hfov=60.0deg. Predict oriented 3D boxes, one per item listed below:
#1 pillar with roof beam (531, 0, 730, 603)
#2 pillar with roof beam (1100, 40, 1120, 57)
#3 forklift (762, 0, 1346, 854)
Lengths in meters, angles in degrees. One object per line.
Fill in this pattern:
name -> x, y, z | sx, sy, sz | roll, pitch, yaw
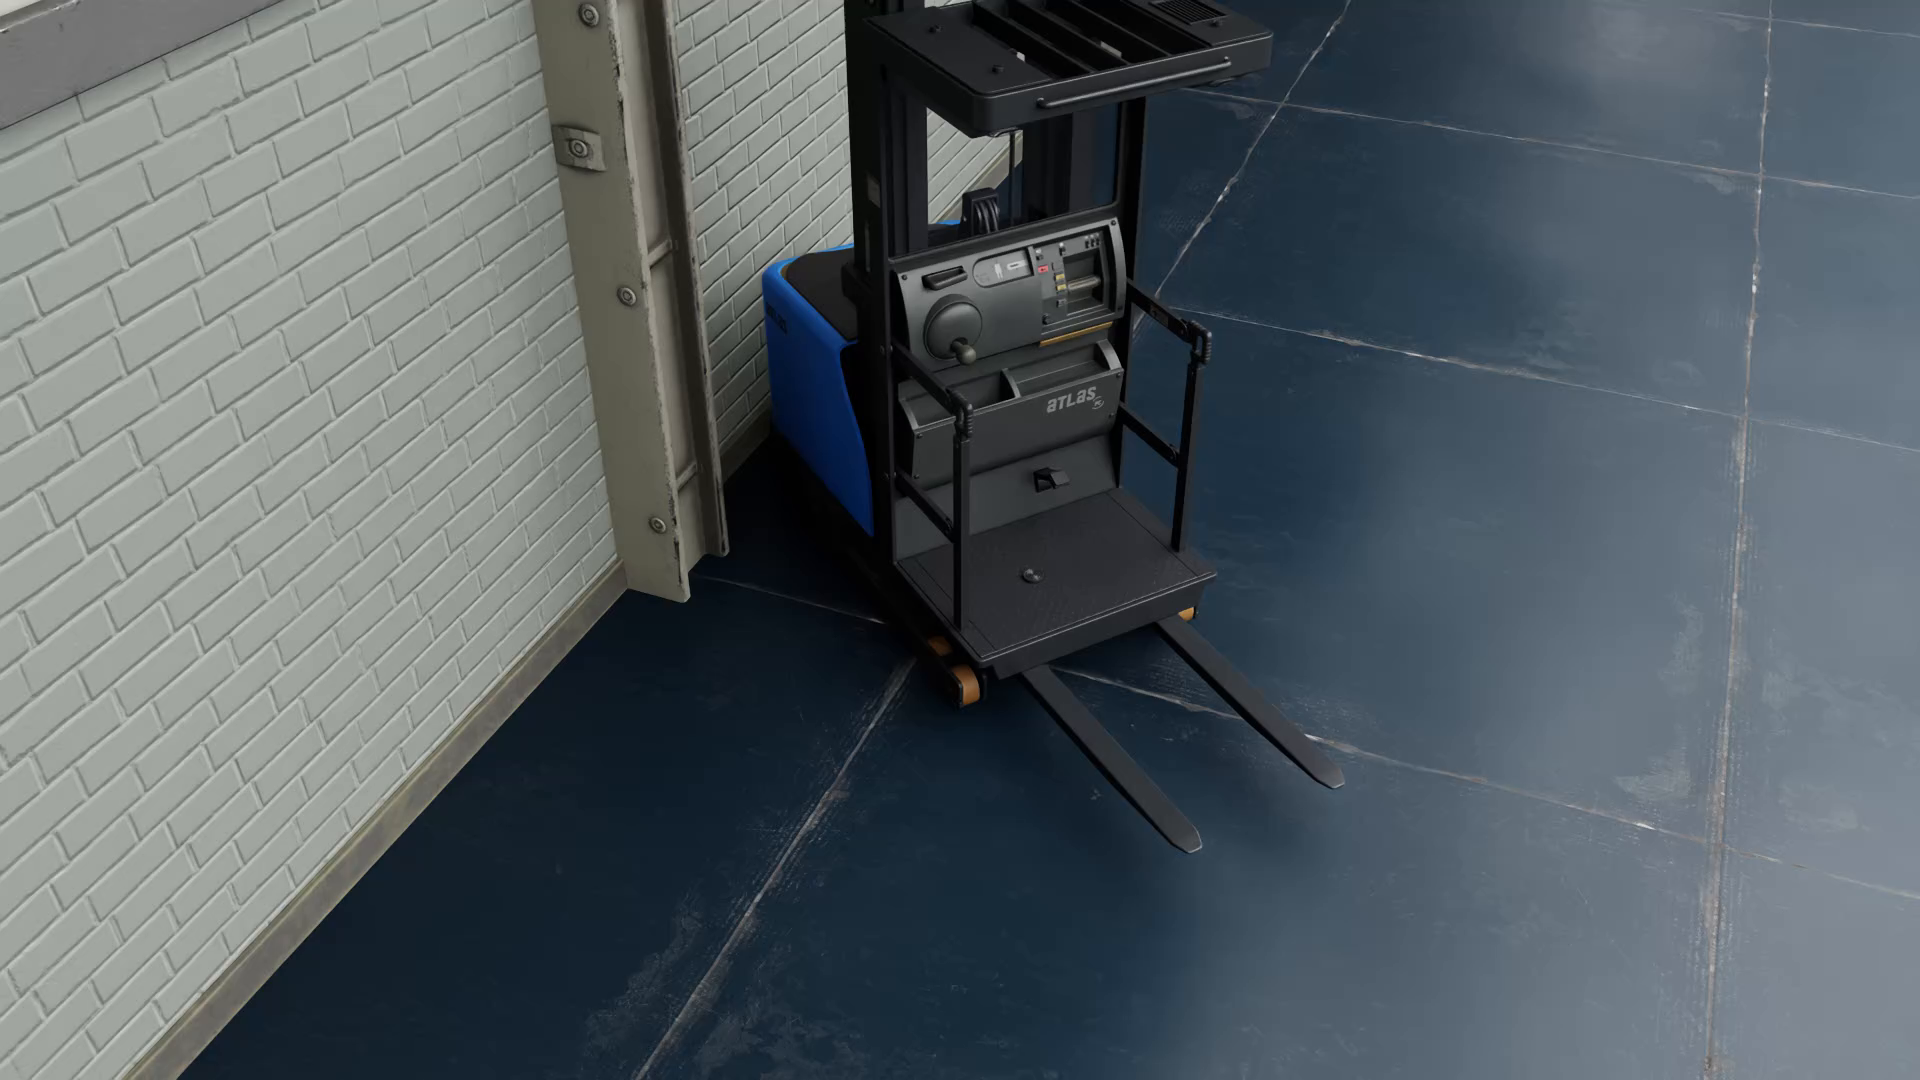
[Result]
pillar with roof beam -> 2.770, -2.506, 3.087 | 9.100, 9.000, 0.400 | 14, 39, 18
pillar with roof beam -> 5.053, -5.828, 7.531 | 9.100, 9.000, 0.400 | 14, 39, 18
forklift -> 0.306, -0.847, 5.936 | 1.130, 2.935, 3.031 | -19, 41, -23
